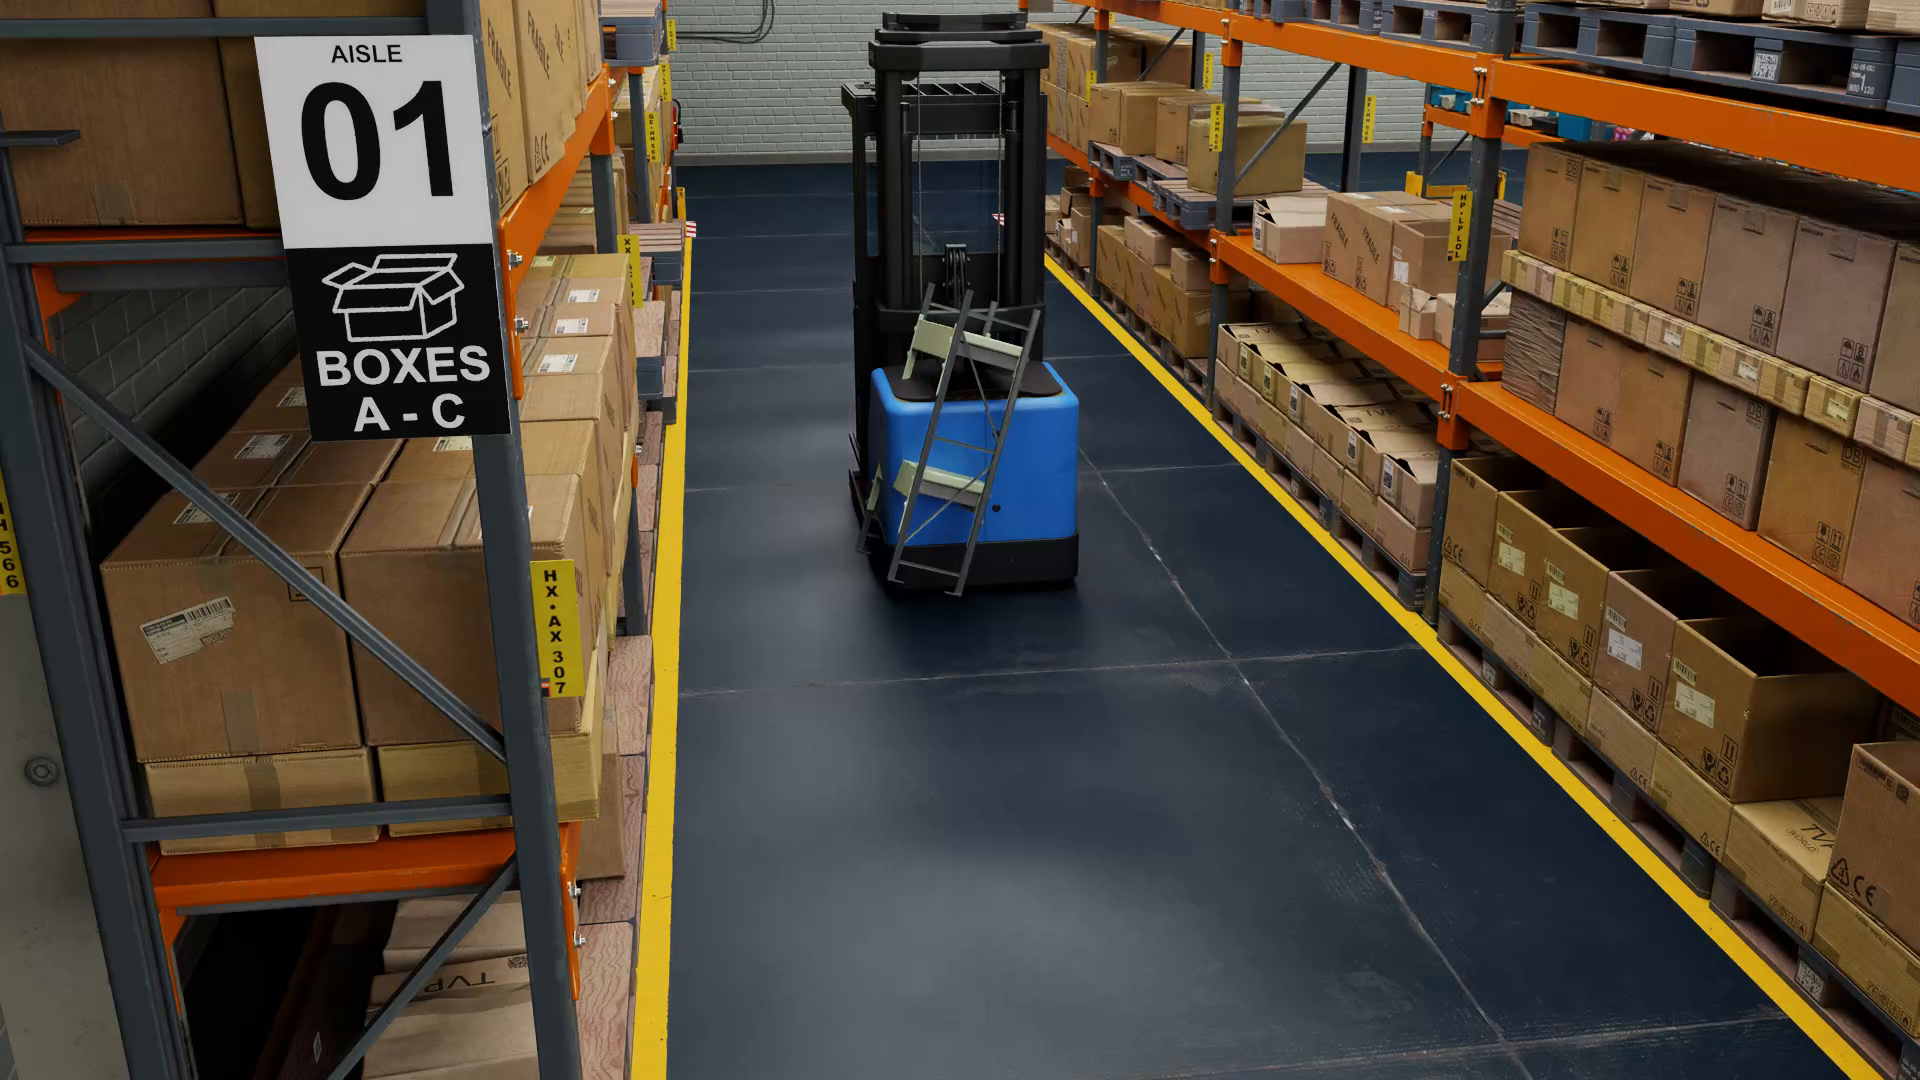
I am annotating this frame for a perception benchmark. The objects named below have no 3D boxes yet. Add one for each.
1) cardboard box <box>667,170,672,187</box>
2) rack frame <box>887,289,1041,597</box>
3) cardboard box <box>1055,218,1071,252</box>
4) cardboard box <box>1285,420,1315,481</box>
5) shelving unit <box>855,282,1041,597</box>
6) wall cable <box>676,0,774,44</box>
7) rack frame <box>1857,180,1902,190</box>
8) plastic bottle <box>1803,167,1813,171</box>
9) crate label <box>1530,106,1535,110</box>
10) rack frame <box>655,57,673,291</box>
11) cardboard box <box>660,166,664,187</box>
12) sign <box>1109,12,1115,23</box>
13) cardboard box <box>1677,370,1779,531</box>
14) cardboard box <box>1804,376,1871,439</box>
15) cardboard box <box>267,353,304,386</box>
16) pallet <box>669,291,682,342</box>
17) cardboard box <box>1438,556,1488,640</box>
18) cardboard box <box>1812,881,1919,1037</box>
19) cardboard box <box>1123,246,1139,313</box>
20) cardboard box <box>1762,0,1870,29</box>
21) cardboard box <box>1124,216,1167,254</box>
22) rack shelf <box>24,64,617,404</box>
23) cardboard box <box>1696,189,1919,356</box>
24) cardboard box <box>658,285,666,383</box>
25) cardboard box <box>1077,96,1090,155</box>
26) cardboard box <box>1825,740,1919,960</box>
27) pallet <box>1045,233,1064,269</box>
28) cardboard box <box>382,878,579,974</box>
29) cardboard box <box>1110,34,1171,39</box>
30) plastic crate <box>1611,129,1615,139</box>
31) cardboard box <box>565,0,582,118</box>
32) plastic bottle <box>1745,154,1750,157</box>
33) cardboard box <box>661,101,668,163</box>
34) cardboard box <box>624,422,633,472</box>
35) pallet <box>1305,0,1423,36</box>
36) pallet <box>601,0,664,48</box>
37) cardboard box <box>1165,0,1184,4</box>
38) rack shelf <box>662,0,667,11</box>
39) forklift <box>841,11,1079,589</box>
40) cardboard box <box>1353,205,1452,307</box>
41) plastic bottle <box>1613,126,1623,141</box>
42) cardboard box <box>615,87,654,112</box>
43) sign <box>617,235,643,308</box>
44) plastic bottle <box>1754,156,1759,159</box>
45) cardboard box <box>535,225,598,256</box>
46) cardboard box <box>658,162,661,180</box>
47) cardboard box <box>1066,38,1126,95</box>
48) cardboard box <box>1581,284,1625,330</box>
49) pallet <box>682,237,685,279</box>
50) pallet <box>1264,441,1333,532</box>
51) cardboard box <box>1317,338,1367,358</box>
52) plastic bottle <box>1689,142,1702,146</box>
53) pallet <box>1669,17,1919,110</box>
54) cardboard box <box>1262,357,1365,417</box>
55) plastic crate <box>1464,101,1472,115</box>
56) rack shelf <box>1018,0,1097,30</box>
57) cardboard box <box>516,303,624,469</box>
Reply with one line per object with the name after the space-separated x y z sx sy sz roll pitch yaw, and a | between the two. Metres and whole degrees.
-3.296 -3.878 17.856 0.380 0.149 0.250 -2 21 -6 | cardboard box
0.018 -0.473 8.338 0.400 1.500 0.023 13 7 -18 | rack frame
1.275 -3.164 17.115 0.500 0.311 0.500 -3 21 -8 | cardboard box
2.335 -0.572 10.289 0.500 0.250 0.500 -2 21 -7 | cardboard box
-0.082 -0.544 8.683 0.431 1.500 0.755 13 7 -18 | shelving unit
-4.194 -8.241 23.358 3.097 2.526 0.112 -3 21 -8 | wall cable
7.225 -2.639 12.494 1.000 3.000 0.127 -3 21 -8 | rack frame
7.282 -3.227 14.246 0.152 0.276 0.135 -3 21 -8 | plastic bottle
6.460 -4.844 18.689 0.396 0.136 0.243 -3 21 -8 | crate label
-3.156 -3.524 14.864 1.000 3.000 0.127 -3 21 -8 | rack frame
-2.678 -3.046 13.916 0.380 0.149 0.250 -3 21 -8 | cardboard box
1.721 -5.872 19.043 0.100 0.325 0.005 -3 21 -8 | sign
3.195 -0.365 6.265 0.700 0.500 0.500 -2 21 -6 | cardboard box
3.084 -0.451 5.567 0.380 0.149 0.250 -2 21 -6 | cardboard box
-1.918 -0.340 5.454 0.500 0.500 0.500 -3 21 -7 | cardboard box
-2.970 -1.954 14.647 1.003 0.211 1.213 -3 21 -8 | pallet
2.666 0.262 8.058 0.500 0.250 0.500 -3 21 -8 | cardboard box
3.106 1.300 5.278 0.500 0.250 0.500 -3 21 -8 | cardboard box
1.727 -2.273 14.459 0.500 0.500 0.500 -3 21 -7 | cardboard box
2.969 -1.824 5.353 0.500 0.311 0.500 -1 20 -1 | cardboard box
1.719 -2.636 14.358 0.500 0.250 0.500 -3 21 -8 | cardboard box
-1.714 -1.130 5.195 1.077 0.370 4.000 -3 21 -8 | rack shelf
3.186 -0.985 6.070 0.700 0.500 0.500 -3 21 -8 | cardboard box
-2.555 -1.590 12.159 0.750 0.750 0.750 -3 21 -8 | cardboard box
1.420 -3.982 15.948 0.500 0.500 0.500 -3 21 -7 | cardboard box
3.104 0.949 5.146 0.500 0.500 0.500 -3 21 -8 | cardboard box
1.469 -3.130 17.795 1.003 0.211 1.213 -3 21 -8 | pallet
-1.519 1.243 5.316 0.500 0.311 0.500 -1 21 -3 | cardboard box
1.808 -4.824 16.774 0.500 0.500 0.500 -4 21 -9 | cardboard box
6.722 -4.097 16.689 0.396 0.136 0.243 -3 21 -8 | plastic crate
-1.446 -1.511 5.016 0.500 0.500 0.500 -2 21 -4 | cardboard box
6.579 -3.098 13.892 0.061 0.283 0.133 -3 21 -8 | plastic bottle
-3.218 -3.853 15.317 0.980 0.700 0.700 -3 21 -7 | cardboard box
-1.571 -0.372 6.610 0.500 0.250 0.500 -3 21 -8 | cardboard box
2.673 -3.090 9.684 1.003 0.211 1.213 -2 21 -5 | pallet
-2.138 -2.649 8.504 1.213 0.211 1.003 -3 21 -8 | pallet
2.078 -4.348 12.641 0.910 0.500 0.500 -3 21 -8 | cardboard box
-3.444 -5.285 16.320 1.077 0.370 4.000 -3 21 -8 | rack shelf
-0.096 -1.591 9.787 1.130 2.935 3.031 -3 21 -8 | forklift
2.656 -1.675 9.770 0.500 0.500 0.500 -3 21 -8 | cardboard box
6.279 -3.821 15.825 0.061 0.283 0.133 -3 21 -8 | plastic bottle
-2.543 -3.215 12.369 0.500 0.250 0.500 -3 21 -7 | cardboard box
-1.467 -1.190 7.377 0.100 0.325 0.005 -3 21 -8 | sign
6.695 -3.170 14.082 0.061 0.283 0.133 -3 21 -8 | plastic bottle
-2.042 -1.185 7.830 0.700 0.500 0.500 -3 21 -8 | cardboard box
-2.615 -3.049 12.997 0.500 0.500 0.500 -2 21 -6 | cardboard box
1.340 -4.630 16.253 0.500 0.500 0.500 -3 21 -9 | cardboard box
2.861 -0.986 7.000 0.380 0.149 0.250 -3 21 -8 | cardboard box
-3.367 -2.908 17.201 1.003 0.211 1.213 -3 21 -8 | pallet
2.575 -0.376 10.420 1.003 0.211 1.213 -3 21 -8 | pallet
2.723 -1.213 11.205 0.500 0.311 0.500 -3 21 -9 | cardboard box
6.505 -3.385 14.670 0.152 0.276 0.135 -3 21 -8 | plastic bottle
3.220 -1.654 5.696 1.003 0.211 1.213 -3 21 -8 | pallet
2.263 -1.007 10.654 0.500 0.311 0.500 -3 21 -9 | cardboard box
5.843 -4.861 18.735 0.250 0.136 0.298 -3 21 -8 | plastic crate
1.458 -5.536 16.992 1.077 0.370 4.000 -3 21 -8 | rack shelf
-1.489 -0.549 6.013 0.500 0.500 0.500 -4 21 -9 | cardboard box
